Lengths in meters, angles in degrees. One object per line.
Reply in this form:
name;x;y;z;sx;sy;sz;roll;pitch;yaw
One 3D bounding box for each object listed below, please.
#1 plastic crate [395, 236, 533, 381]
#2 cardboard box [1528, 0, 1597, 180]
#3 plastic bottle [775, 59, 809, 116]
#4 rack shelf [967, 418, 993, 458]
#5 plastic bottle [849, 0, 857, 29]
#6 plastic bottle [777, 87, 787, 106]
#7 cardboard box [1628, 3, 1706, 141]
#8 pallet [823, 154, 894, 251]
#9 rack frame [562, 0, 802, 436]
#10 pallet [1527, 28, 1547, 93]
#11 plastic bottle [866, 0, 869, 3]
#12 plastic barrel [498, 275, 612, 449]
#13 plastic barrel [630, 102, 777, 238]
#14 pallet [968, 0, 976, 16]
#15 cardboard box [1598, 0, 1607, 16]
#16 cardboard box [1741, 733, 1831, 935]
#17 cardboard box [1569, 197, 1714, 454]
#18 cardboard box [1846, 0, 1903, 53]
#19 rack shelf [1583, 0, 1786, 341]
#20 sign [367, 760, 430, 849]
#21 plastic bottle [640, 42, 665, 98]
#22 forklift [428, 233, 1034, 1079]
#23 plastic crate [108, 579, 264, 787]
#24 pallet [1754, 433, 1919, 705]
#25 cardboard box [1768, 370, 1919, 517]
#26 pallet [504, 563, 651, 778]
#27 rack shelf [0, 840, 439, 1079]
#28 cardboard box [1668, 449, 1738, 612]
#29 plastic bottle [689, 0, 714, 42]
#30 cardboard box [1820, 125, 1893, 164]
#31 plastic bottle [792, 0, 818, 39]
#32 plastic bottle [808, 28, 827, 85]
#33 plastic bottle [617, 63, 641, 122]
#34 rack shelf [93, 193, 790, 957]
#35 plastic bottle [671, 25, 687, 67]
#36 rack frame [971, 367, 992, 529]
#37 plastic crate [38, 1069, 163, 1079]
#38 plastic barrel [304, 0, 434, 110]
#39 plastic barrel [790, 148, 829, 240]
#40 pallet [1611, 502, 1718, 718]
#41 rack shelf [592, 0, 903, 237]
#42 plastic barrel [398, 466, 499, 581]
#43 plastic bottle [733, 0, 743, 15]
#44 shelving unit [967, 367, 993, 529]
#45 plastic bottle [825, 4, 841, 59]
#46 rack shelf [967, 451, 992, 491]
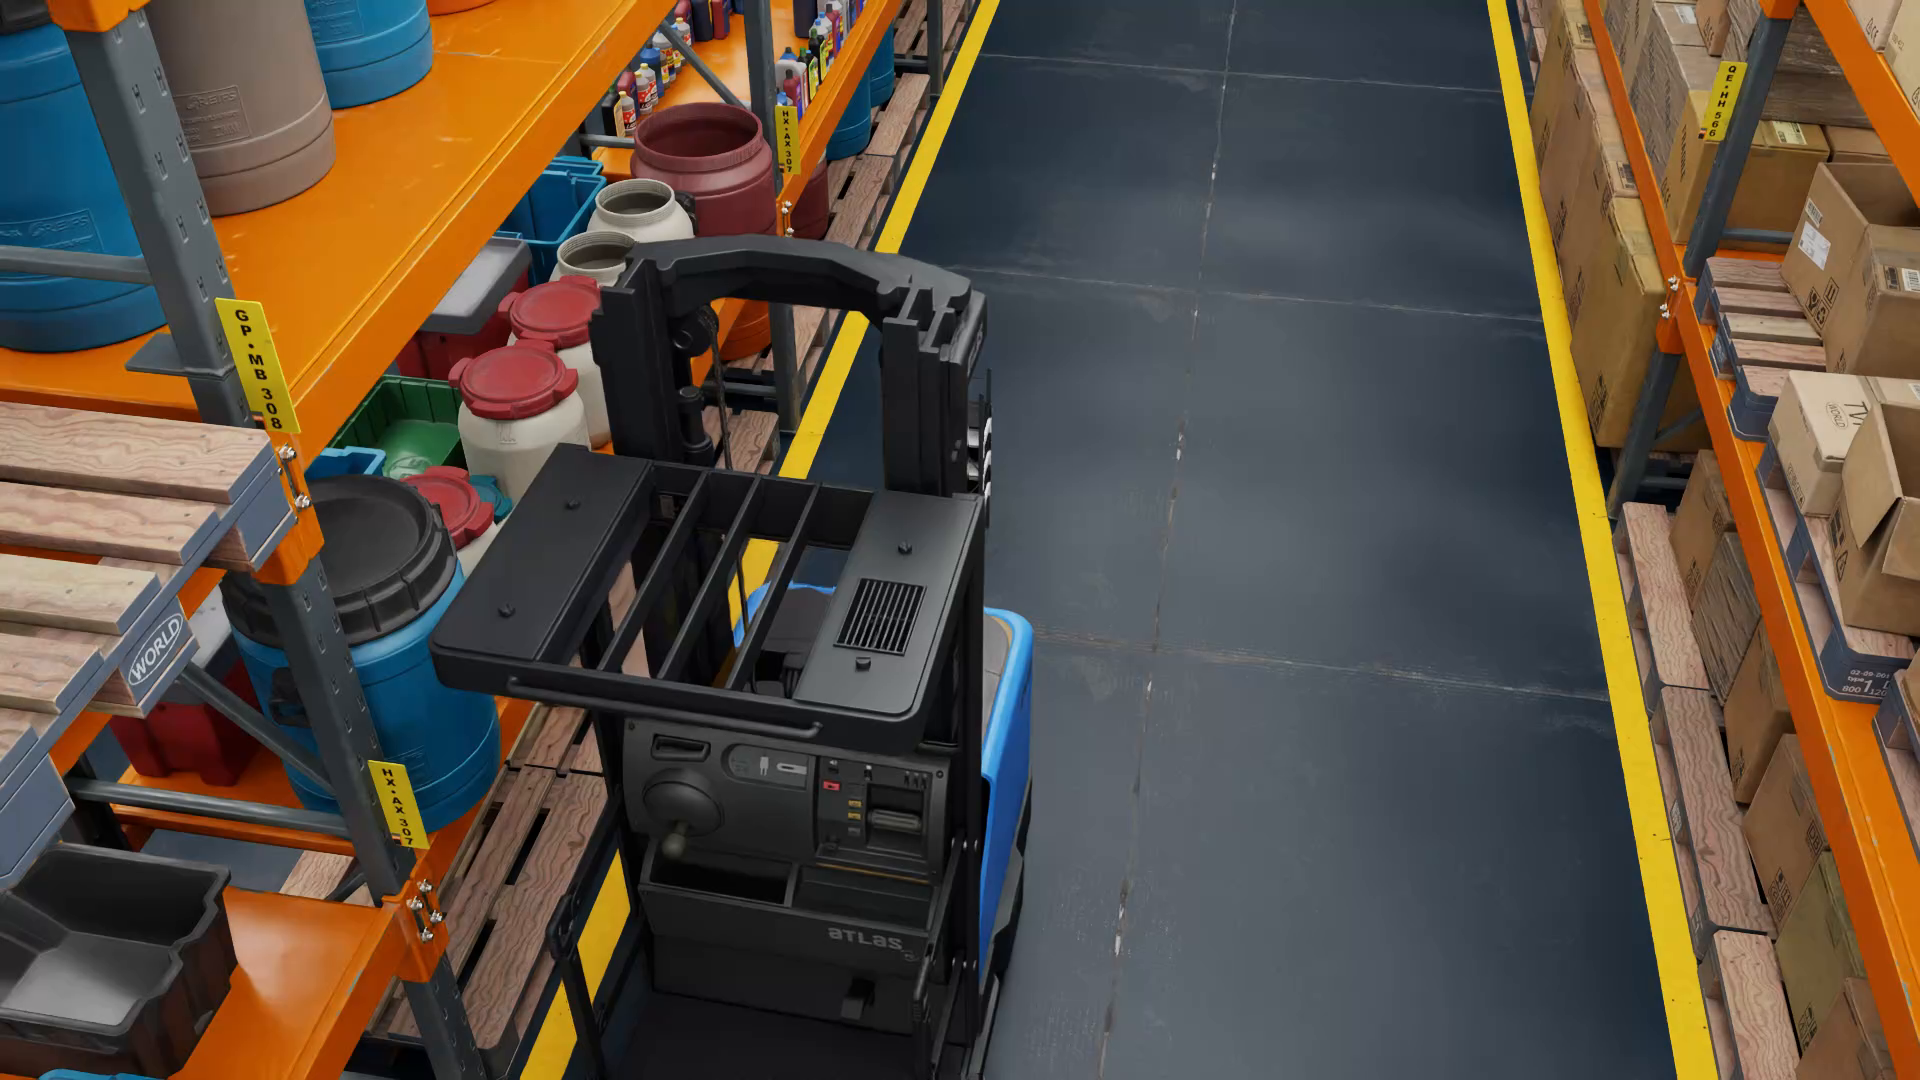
plastic crate;-1.892;-0.822;6.340;0.402;0.464;0.583;6;40;8
cardboard box;4.169;-2.681;9.977;1.225;0.875;0.875;7;40;8
plastic bottle;-0.837;-2.256;8.222;0.152;0.276;0.135;6;40;8
rack shelf;0.001;-0.465;7.376;0.258;0.077;0.200;6;40;8
plastic bottle;-0.646;-2.965;9.021;0.144;0.351;0.185;6;40;8
plastic bottle;-0.870;-2.034;7.957;0.097;0.271;0.097;0;40;0
cardboard box;3.588;-2.246;8.034;0.500;0.500;0.500;5;40;6
pallet;-1.002;-1.966;9.962;1.003;0.211;1.213;6;40;8
rack frame;-1.311;-1.778;7.546;1.000;3.000;0.127;6;40;8
pallet;4.468;-3.136;11.377;1.003;0.211;1.213;6;40;8
plastic bottle;-0.582;-3.181;9.341;0.152;0.276;0.135;6;40;8
plastic barrel;-1.420;-0.628;6.049;0.433;0.535;0.433;0;40;0
plastic barrel;-1.093;-1.505;7.110;0.600;0.536;0.708;6;40;8
pallet;-0.321;-4.447;12.963;1.003;0.211;1.213;6;40;8
cardboard box;3.848;-3.204;9.192;0.500;0.500;0.500;6;40;8
cardboard box;3.200;1.041;5.753;0.700;0.500;0.500;3;40;4
cardboard box;3.707;-1.005;7.950;1.225;0.875;0.875;5;40;6
cardboard box;3.146;-1.741;5.265;0.500;0.250;0.500;7;40;9
rack shelf;3.914;-2.209;8.633;1.077;0.370;4.000;6;40;8
sign;-1.463;0.694;4.340;0.100;0.325;0.005;6;40;8
plastic bottle;-1.549;-2.366;8.359;0.097;0.271;0.097;0;40;0
forklift;-0.532;0.808;4.473;1.130;2.935;3.031;7;40;9
plastic crate;-2.220;0.370;4.898;0.402;0.464;0.583;6;40;8
pallet;3.265;0.089;5.439;1.003;0.211;1.213;6;40;8
cardboard box;3.051;-0.309;5.558;0.500;0.250;0.500;5;40;6
pallet;-1.696;0.542;6.928;1.003;0.211;1.213;6;40;8
rack shelf;-2.349;2.265;3.221;1.077;0.370;4.000;6;40;8
cardboard box;3.471;-0.015;7.031;0.700;0.500;0.500;4;40;5
plastic bottle;-1.395;-2.872;8.909;0.144;0.351;0.185;6;40;8
cardboard box;3.920;-1.545;7.186;0.500;0.500;0.500;8;40;9
plastic bottle;-0.819;-2.897;8.939;0.144;0.351;0.185;6;40;8
plastic bottle;-0.729;-2.483;8.491;0.061;0.283;0.133;6;40;8
plastic bottle;-1.621;-2.178;8.122;0.061;0.283;0.133;6;40;8
rack shelf;-1.657;-0.245;6.257;1.077;0.370;4.000;6;40;8
plastic bottle;-1.482;-2.584;8.677;0.097;0.201;0.097;0;40;0
rack frame;0.019;-0.416;7.547;0.240;0.900;0.006;6;40;8
plastic crate;-1.927;1.514;3.681;0.499;0.251;0.616;6;40;8
plastic barrel;-1.902;-1.781;4.802;0.600;0.901;0.708;6;40;8
plastic barrel;-1.047;-2.028;9.412;0.600;0.588;0.708;6;40;8
pallet;3.431;0.333;7.181;1.003;0.211;1.213;6;40;8
rack shelf;-0.965;-2.756;9.293;1.077;0.370;4.000;6;40;8
plastic barrel;-1.621;0.104;5.163;0.433;0.535;0.433;0;40;0
plastic bottle;-1.213;-3.055;9.193;0.097;0.271;0.097;0;40;0
shelving unit;0.001;-0.352;7.469;0.258;0.900;0.210;6;40;8
plastic bottle;-0.673;-2.689;8.740;0.061;0.283;0.133;6;40;8
rack shelf;0.001;-0.326;7.491;0.258;0.077;0.200;6;40;8
